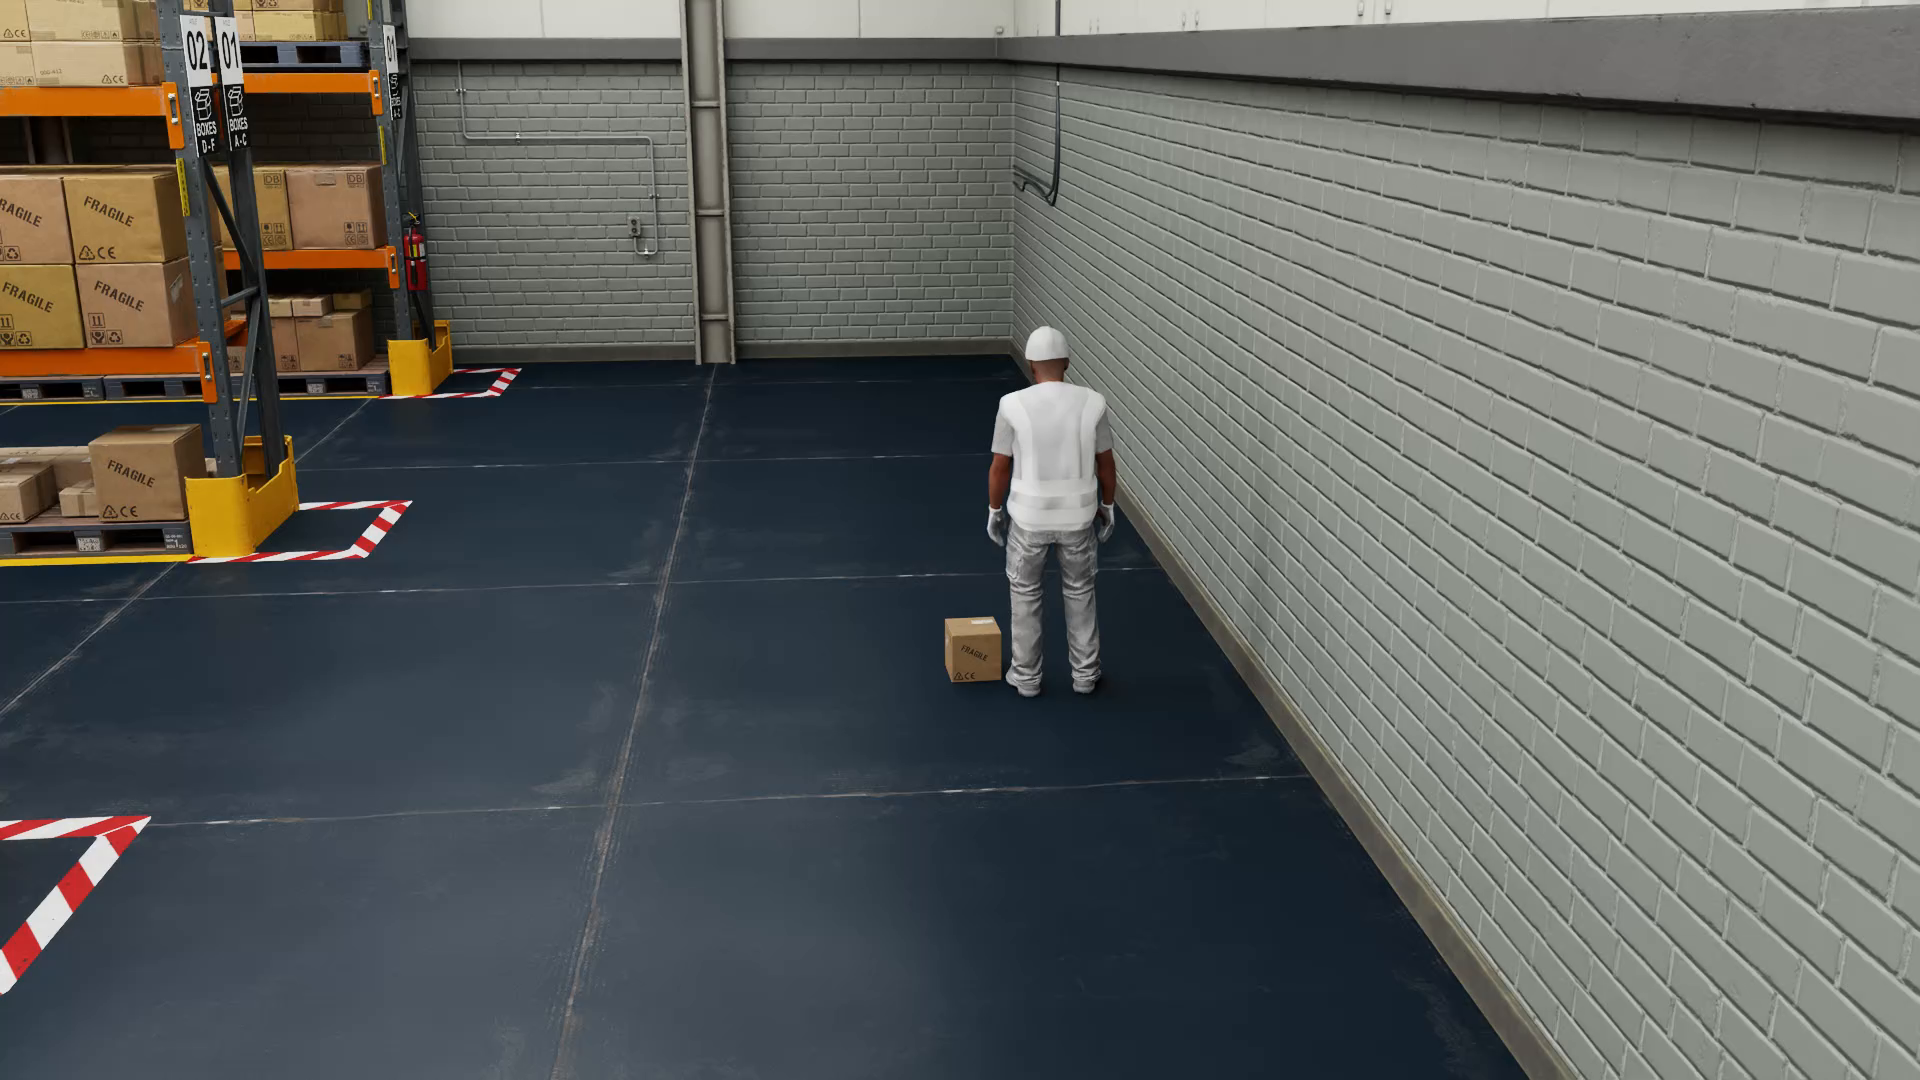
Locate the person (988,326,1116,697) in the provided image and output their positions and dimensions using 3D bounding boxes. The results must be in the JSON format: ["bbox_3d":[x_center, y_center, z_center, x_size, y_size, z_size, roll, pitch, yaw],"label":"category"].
[{"bbox_3d":[0.439,-0.126,7.943,0.616,1.774,0.450,-2,17,-5],"label":"person"}]
